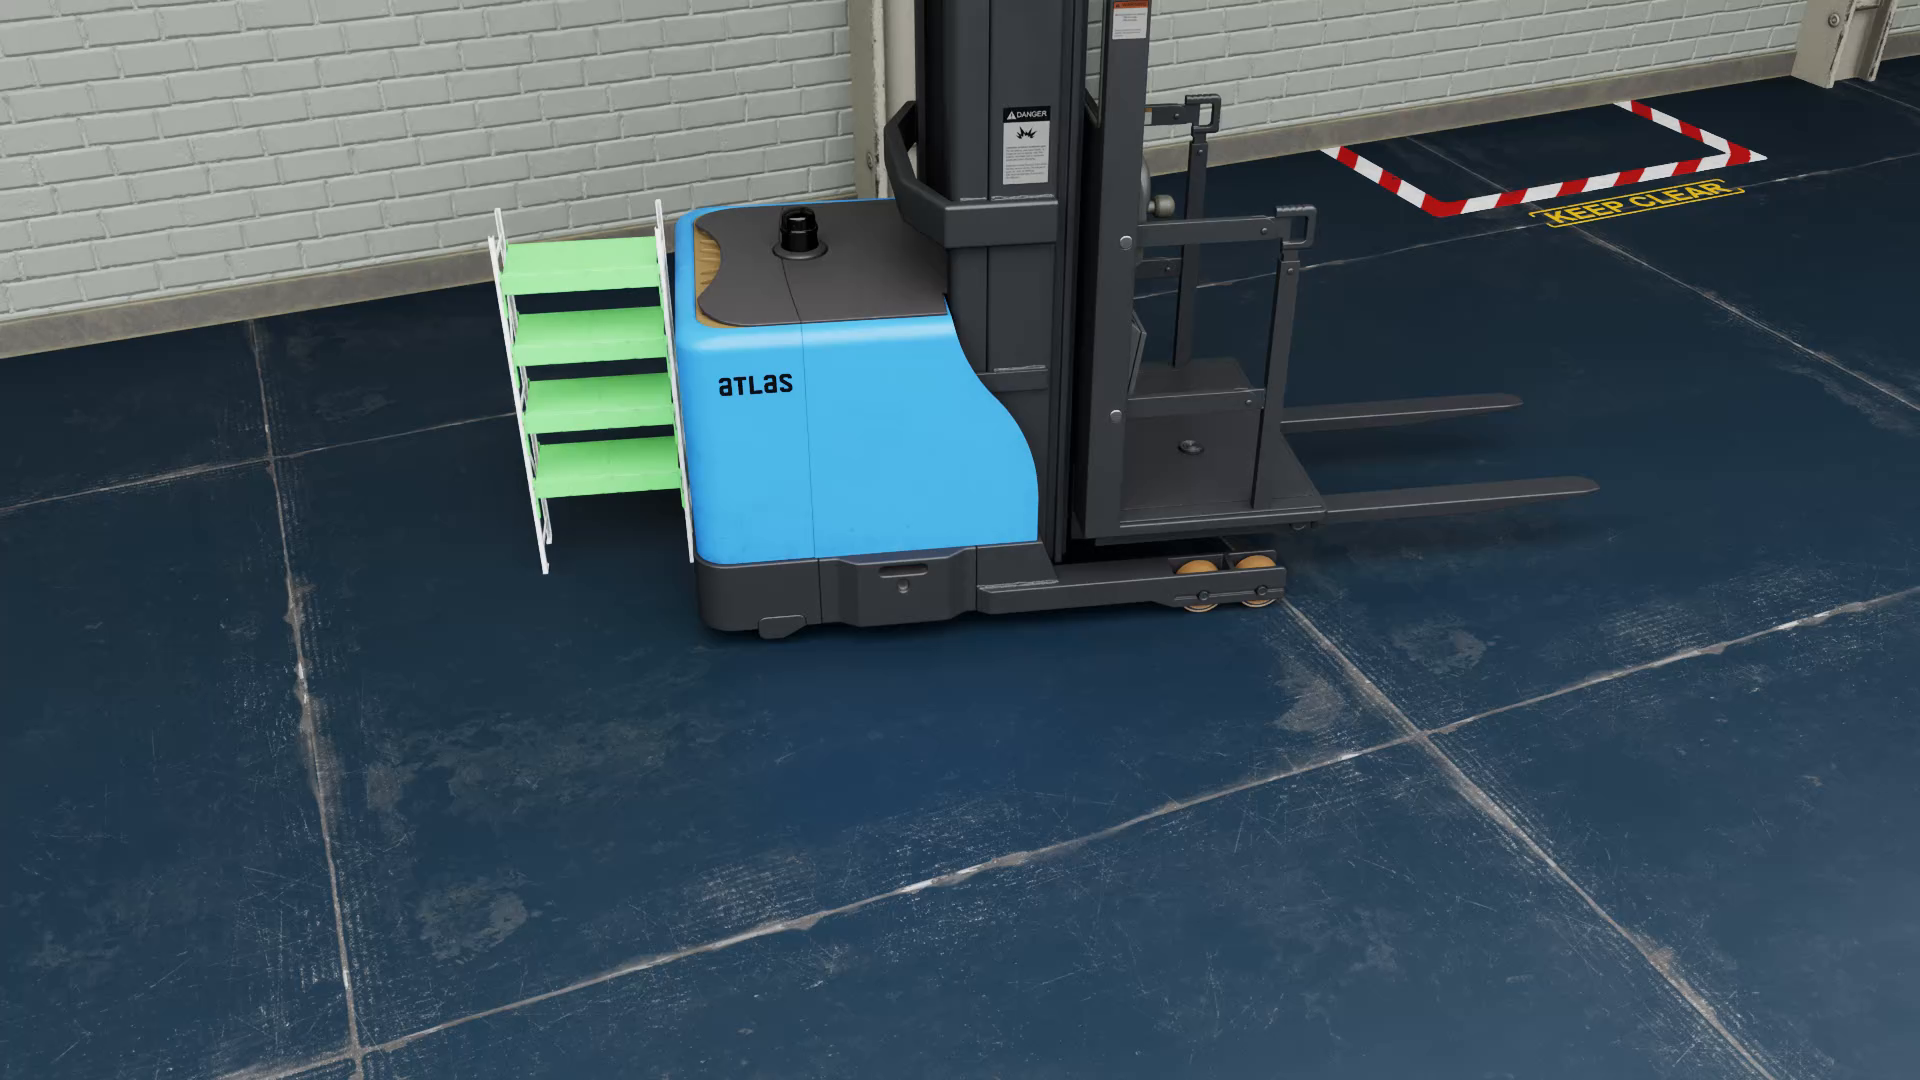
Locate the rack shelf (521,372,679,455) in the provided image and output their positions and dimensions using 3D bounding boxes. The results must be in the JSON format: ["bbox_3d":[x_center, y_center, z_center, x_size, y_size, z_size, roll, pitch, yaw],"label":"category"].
[{"bbox_3d":[-1.165,-0.419,5.411,0.480,0.148,0.258,-5,33,-7],"label":"rack shelf"}]

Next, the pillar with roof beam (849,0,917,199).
[{"bbox_3d":[1.400,-3.141,2.326,0.400,9.000,9.100,-13,35,-19],"label":"pillar with roof beam"}]

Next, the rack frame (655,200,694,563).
[{"bbox_3d":[-0.923,-0.492,5.406,0.015,1.200,0.240,-5,33,-7],"label":"rack frame"}]

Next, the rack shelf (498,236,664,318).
[{"bbox_3d":[-1.165,-0.822,5.150,0.480,0.148,0.258,-5,33,-7],"label":"rack shelf"}]

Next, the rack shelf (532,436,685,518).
[{"bbox_3d":[-1.165,-0.218,5.542,0.480,0.148,0.258,-5,33,-7],"label":"rack shelf"}]

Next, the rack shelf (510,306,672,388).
[{"bbox_3d":[-1.165,-0.620,5.281,0.480,0.148,0.258,-5,33,-7],"label":"rack shelf"}]

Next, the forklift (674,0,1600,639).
[{"bbox_3d":[0.616,-1.277,5.025,3.031,2.935,1.130,-5,33,-7],"label":"forklift"}]

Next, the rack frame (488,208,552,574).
[{"bbox_3d":[-1.406,-0.454,5.347,0.015,1.200,0.240,-5,33,-7],"label":"rack frame"}]

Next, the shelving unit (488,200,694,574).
[{"bbox_3d":[-1.165,-0.473,5.377,0.503,1.200,0.258,-5,33,-7],"label":"shelving unit"}]

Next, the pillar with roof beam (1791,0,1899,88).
[{"bbox_3d":[6.932,-4.408,4.273,0.400,9.000,9.100,-13,35,-19],"label":"pillar with roof beam"}]
